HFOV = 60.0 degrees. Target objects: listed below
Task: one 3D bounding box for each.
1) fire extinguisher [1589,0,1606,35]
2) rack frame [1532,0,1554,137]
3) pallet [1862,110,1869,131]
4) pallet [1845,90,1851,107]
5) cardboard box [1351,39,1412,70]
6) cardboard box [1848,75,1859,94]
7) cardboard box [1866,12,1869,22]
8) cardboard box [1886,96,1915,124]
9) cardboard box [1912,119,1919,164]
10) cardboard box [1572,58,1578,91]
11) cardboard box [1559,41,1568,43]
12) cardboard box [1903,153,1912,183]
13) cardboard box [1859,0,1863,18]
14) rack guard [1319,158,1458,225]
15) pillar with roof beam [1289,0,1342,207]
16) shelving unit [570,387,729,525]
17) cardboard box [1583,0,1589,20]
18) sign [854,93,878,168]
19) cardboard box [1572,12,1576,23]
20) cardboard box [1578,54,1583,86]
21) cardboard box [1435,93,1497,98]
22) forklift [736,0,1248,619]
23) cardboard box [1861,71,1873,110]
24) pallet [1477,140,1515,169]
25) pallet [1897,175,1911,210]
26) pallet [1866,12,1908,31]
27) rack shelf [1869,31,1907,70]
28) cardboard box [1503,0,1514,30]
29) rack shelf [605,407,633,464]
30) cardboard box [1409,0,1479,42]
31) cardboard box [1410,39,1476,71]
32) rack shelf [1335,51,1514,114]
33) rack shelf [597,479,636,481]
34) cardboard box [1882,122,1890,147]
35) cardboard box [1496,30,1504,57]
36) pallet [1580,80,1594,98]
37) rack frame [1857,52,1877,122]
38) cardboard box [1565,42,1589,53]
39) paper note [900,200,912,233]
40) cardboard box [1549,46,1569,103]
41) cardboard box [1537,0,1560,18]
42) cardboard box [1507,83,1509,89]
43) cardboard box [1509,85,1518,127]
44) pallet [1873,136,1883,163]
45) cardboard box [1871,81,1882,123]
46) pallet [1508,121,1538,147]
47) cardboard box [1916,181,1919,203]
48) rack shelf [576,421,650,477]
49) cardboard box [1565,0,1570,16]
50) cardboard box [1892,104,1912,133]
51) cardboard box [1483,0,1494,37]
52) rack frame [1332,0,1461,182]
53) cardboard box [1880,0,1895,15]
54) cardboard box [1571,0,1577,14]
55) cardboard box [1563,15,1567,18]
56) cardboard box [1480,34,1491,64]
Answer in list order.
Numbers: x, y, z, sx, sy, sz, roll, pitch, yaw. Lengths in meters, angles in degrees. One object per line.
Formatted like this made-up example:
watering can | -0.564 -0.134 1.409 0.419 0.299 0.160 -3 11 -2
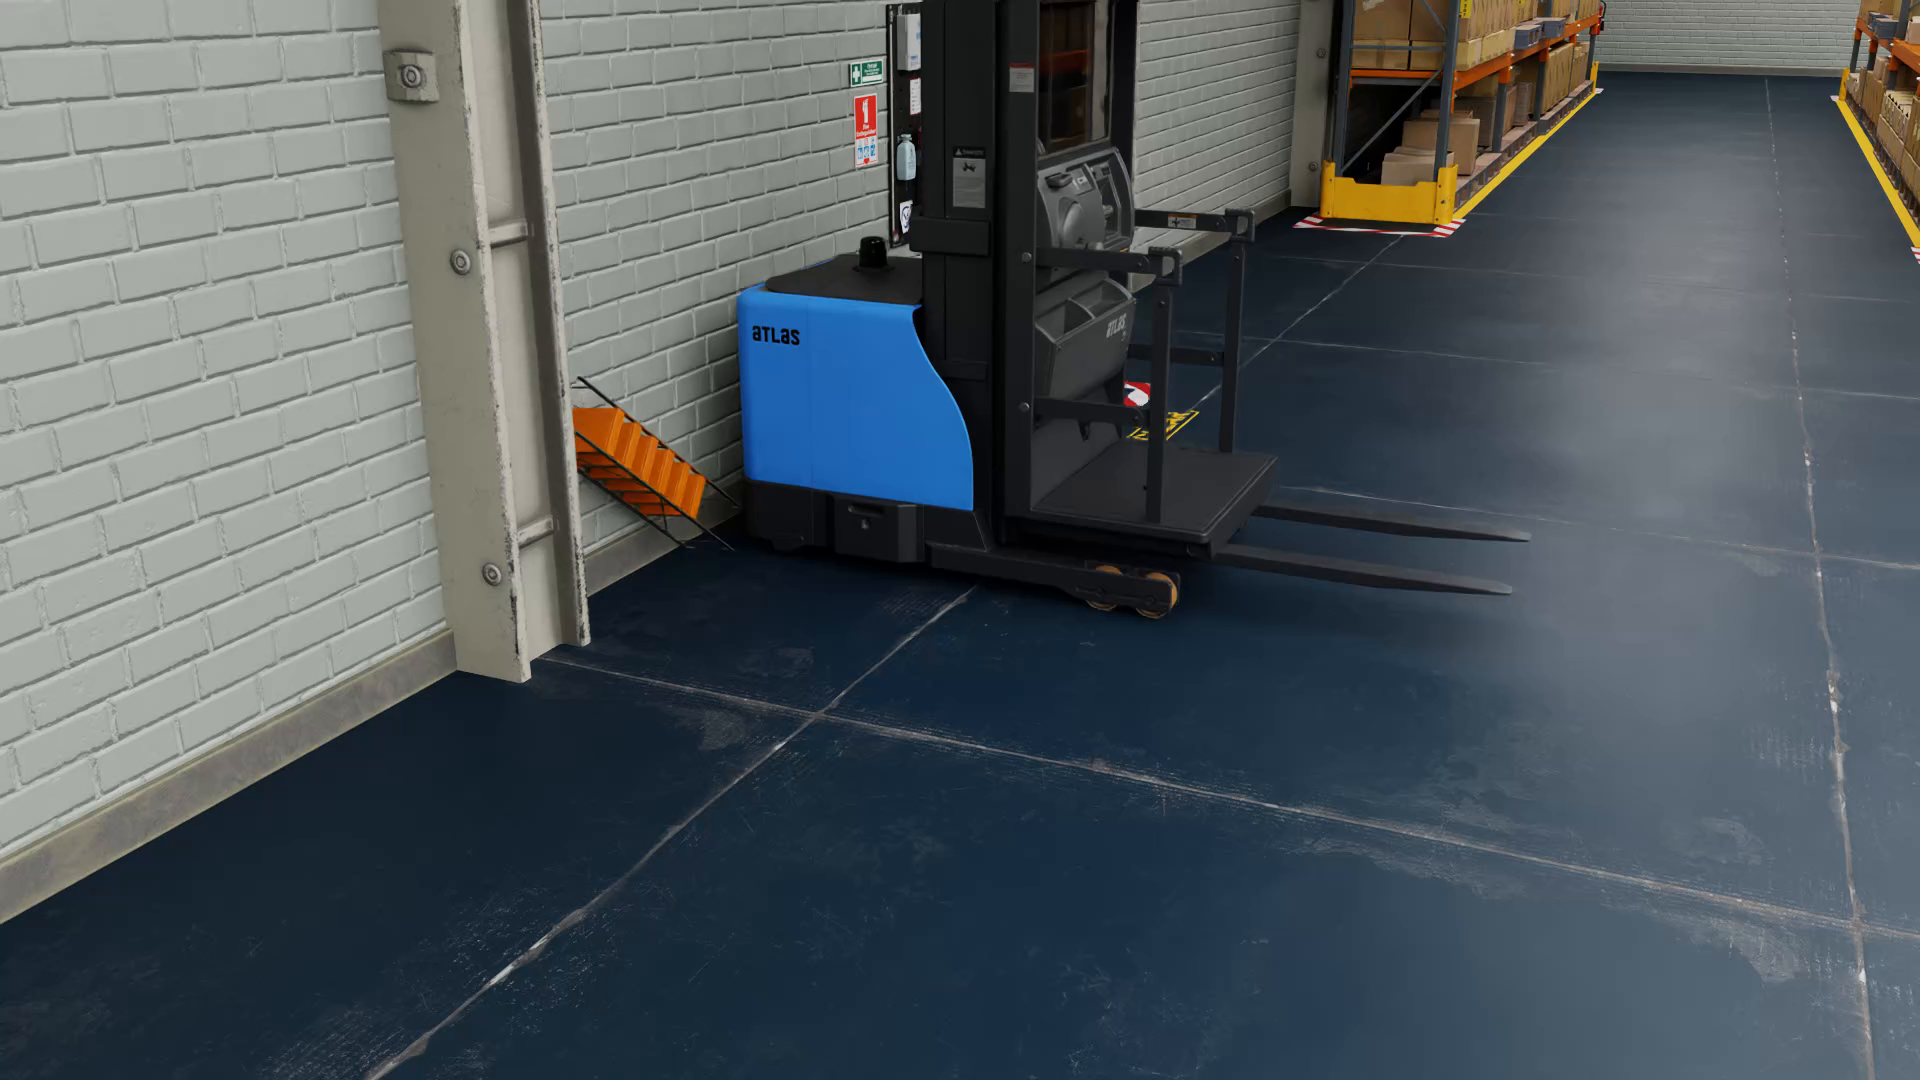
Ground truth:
fire extinguisher | 10.913 -9.009 28.497 0.296 0.674 0.183 9 21 23
rack frame | 7.154 -6.793 21.594 1.000 3.000 0.127 9 21 23
pallet | 13.014 -5.770 22.878 1.003 0.211 1.213 9 21 23
pallet | 14.594 -6.979 26.279 1.003 0.211 1.213 9 21 23
cardboard box | 3.893 -4.456 15.216 0.500 0.250 0.500 9 21 23
cardboard box | 14.060 -7.039 25.732 0.500 0.250 0.500 9 21 23
cardboard box | 13.701 -7.888 24.522 0.500 0.500 0.500 9 22 24
cardboard box | 10.774 -4.844 18.753 0.500 0.311 0.500 8 21 21
cardboard box | 9.152 -3.743 15.375 0.500 0.500 0.500 9 21 23
cardboard box | 9.400 -7.404 26.414 0.700 0.500 0.500 8 21 22
cardboard box | 10.103 -8.402 28.255 0.380 0.149 0.250 9 21 23
cardboard box | 9.361 -3.542 15.928 0.500 0.250 0.500 9 21 23
cardboard box | 14.528 -8.508 26.266 0.500 0.500 0.500 9 21 24
rack guard | 3.909 -3.193 15.201 1.175 0.500 0.348 9 21 23
pillar with roof beam | 7.303 -6.916 12.987 9.100 9.000 0.400 9 21 23
shelving unit | -1.228 -0.269 6.322 0.258 0.183 1.046 2 -20 23
cardboard box | 9.333 -8.543 26.067 0.980 0.700 0.700 8 21 21
sign | 8.123 -3.676 12.682 11.513 0.391 16.451 9 21 23
cardboard box | 8.830 -7.684 24.445 0.380 0.149 0.250 9 21 24
cardboard box | 9.824 -7.724 27.316 0.700 0.500 0.500 8 21 21
cardboard box | 5.968 -4.992 19.603 0.700 0.500 0.500 8 21 22
forklift | 0.666 -1.293 6.230 3.031 2.935 1.130 8 21 22
cardboard box | 12.892 -6.253 23.147 0.500 0.500 0.500 8 21 20
pallet | 5.833 -4.495 19.293 1.003 0.211 1.213 9 21 23
pallet | 9.673 -3.341 16.047 1.003 0.211 1.213 9 21 23
pallet | 12.886 -7.018 22.512 1.003 0.211 1.213 9 21 23
rack shelf | 12.494 -6.387 21.526 1.077 0.370 4.000 9 21 23
cardboard box | 5.405 -5.522 17.095 0.500 0.500 0.500 8 21 22
rack shelf | -1.341 -0.383 6.050 0.258 0.180 0.103 2 -20 23
cardboard box | 4.348 -4.744 14.908 0.500 0.500 0.500 9 21 23
cardboard box | 15.881 -2.695 11.533 24.593 1.100 3.897 9 22 25
rack shelf | 9.216 -5.259 14.177 10.984 3.170 4.000 9 21 23
rack shelf | -1.262 -0.303 6.239 0.199 0.166 0.020 2 -20 23
cardboard box | 10.780 -4.584 18.858 0.500 0.250 0.500 8 21 21
cardboard box | 5.195 -5.016 16.790 0.500 0.250 0.500 8 21 22
pallet | 10.174 -7.670 28.220 1.003 0.211 1.213 9 21 23
rack frame | 13.313 -7.337 23.124 1.000 3.000 0.127 9 21 23
cardboard box | 10.244 -8.194 27.669 0.380 0.149 0.250 9 22 24
paper note | -0.264 -1.636 8.408 0.016 0.148 0.142 9 21 23
cardboard box | 8.283 -6.712 23.948 0.750 0.750 0.750 9 22 24
cardboard box | 7.586 -7.103 21.843 0.500 0.500 0.500 9 22 24
cardboard box | 6.410 -5.625 20.265 0.500 0.250 0.500 8 21 22
cardboard box | 6.590 -5.454 20.902 0.700 0.500 0.500 9 21 23
pallet | 11.302 -4.555 19.460 1.003 0.211 1.213 9 21 23
cardboard box | 12.056 -5.620 21.370 0.500 0.500 0.500 8 21 21
pallet | 6.833 -5.241 21.390 1.003 0.211 1.213 9 21 23
cardboard box | 8.746 -3.084 14.639 0.500 0.250 0.500 9 21 23
rack shelf | -1.298 -0.339 6.153 0.258 0.180 0.103 2 -20 23
cardboard box | 8.220 -7.574 23.166 0.500 0.500 0.500 9 22 24
cardboard box | 10.355 -4.534 17.880 0.500 0.311 0.500 8 21 23
cardboard box | 4.776 -5.051 15.770 0.500 0.500 0.500 8 21 21
rack frame | 3.878 -4.348 14.717 1.000 3.000 0.127 9 21 23
cardboard box | 12.691 -7.249 22.101 0.700 0.500 0.500 12 23 31
cardboard box | 8.633 -7.880 24.026 0.500 0.500 0.500 9 21 23
cardboard box | 8.468 -7.457 23.806 0.380 0.149 0.250 9 21 23
cardboard box | 4.781 -4.708 15.923 0.500 0.250 0.500 8 21 22
